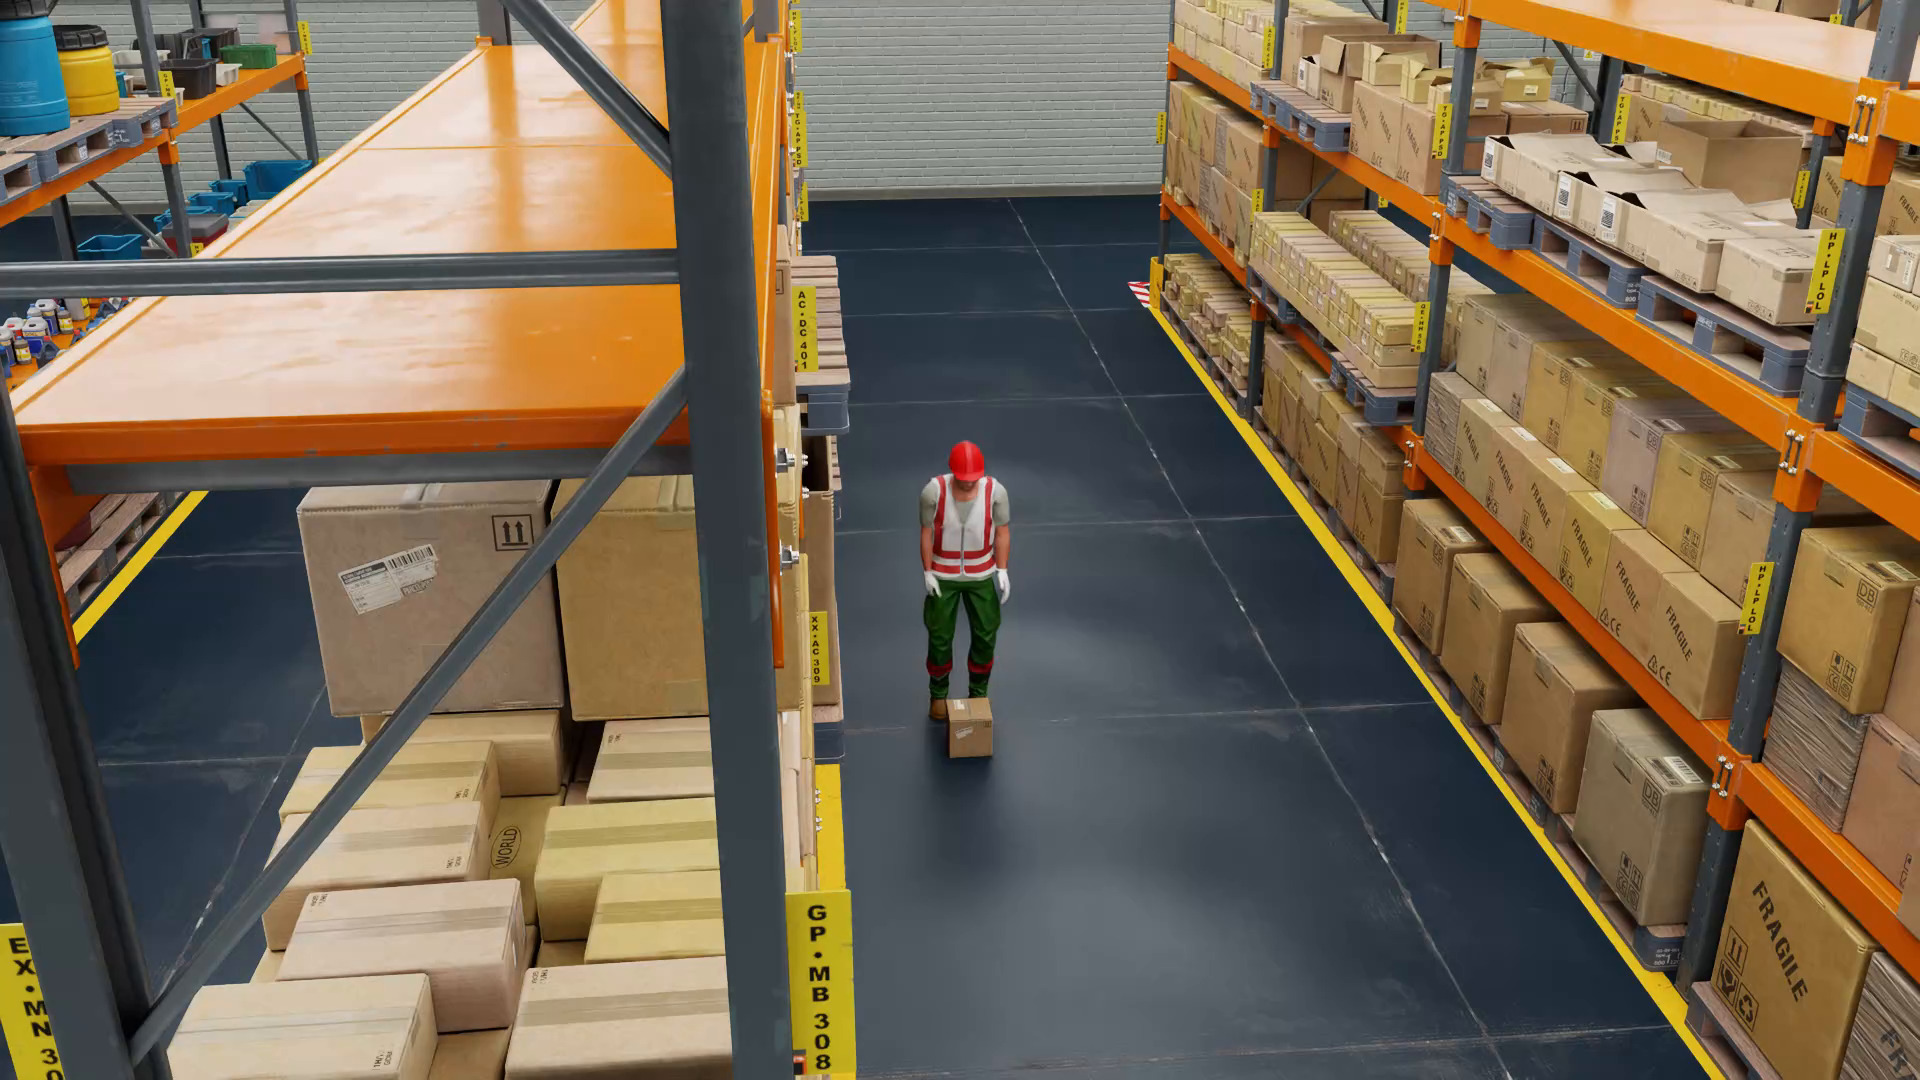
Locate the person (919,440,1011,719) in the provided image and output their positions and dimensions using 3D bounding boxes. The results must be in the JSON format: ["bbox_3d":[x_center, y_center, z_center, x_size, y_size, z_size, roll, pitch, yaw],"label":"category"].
[{"bbox_3d":[0.032,0.227,9.819,0.536,1.758,0.414,-2,24,-4],"label":"person"}]
